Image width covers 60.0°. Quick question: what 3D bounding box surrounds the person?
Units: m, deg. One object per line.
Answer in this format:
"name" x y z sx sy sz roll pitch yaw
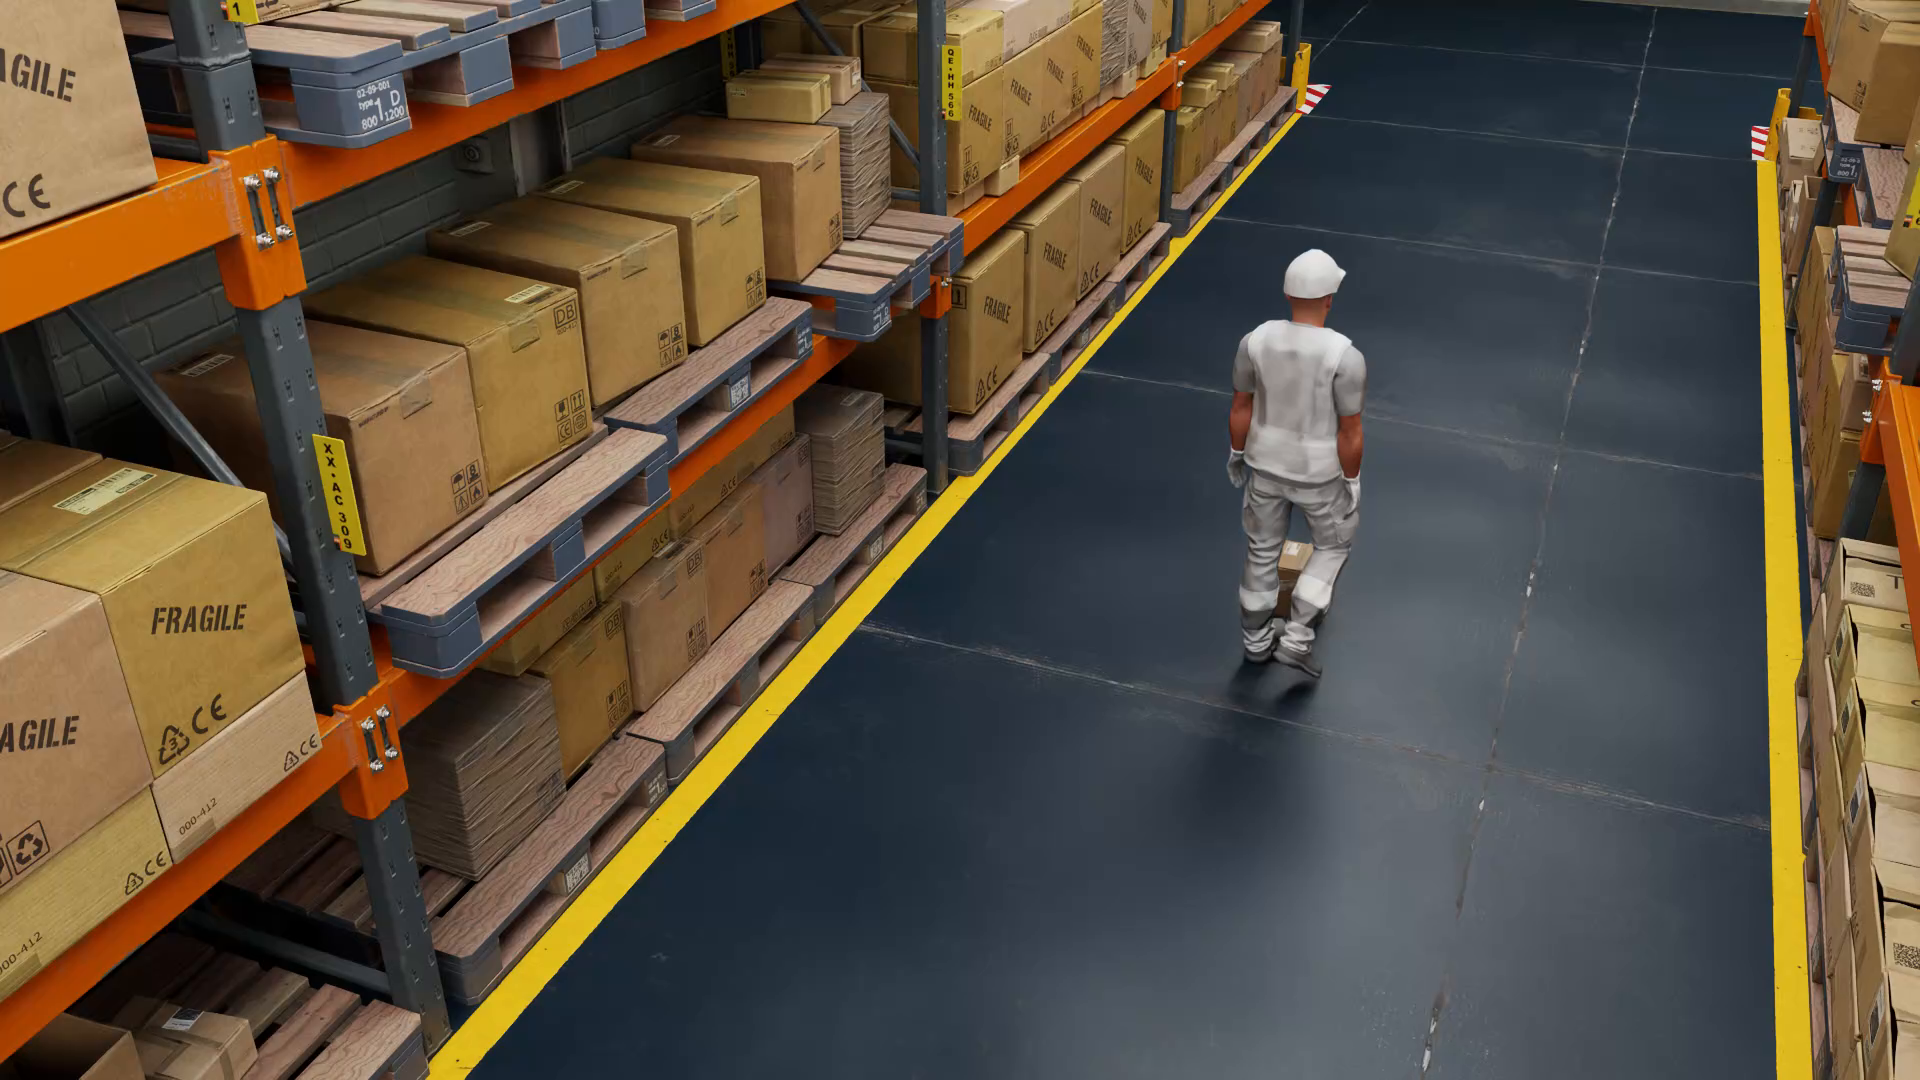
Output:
"person" 1.310 -0.274 6.553 0.563 1.794 0.484 16 33 27
